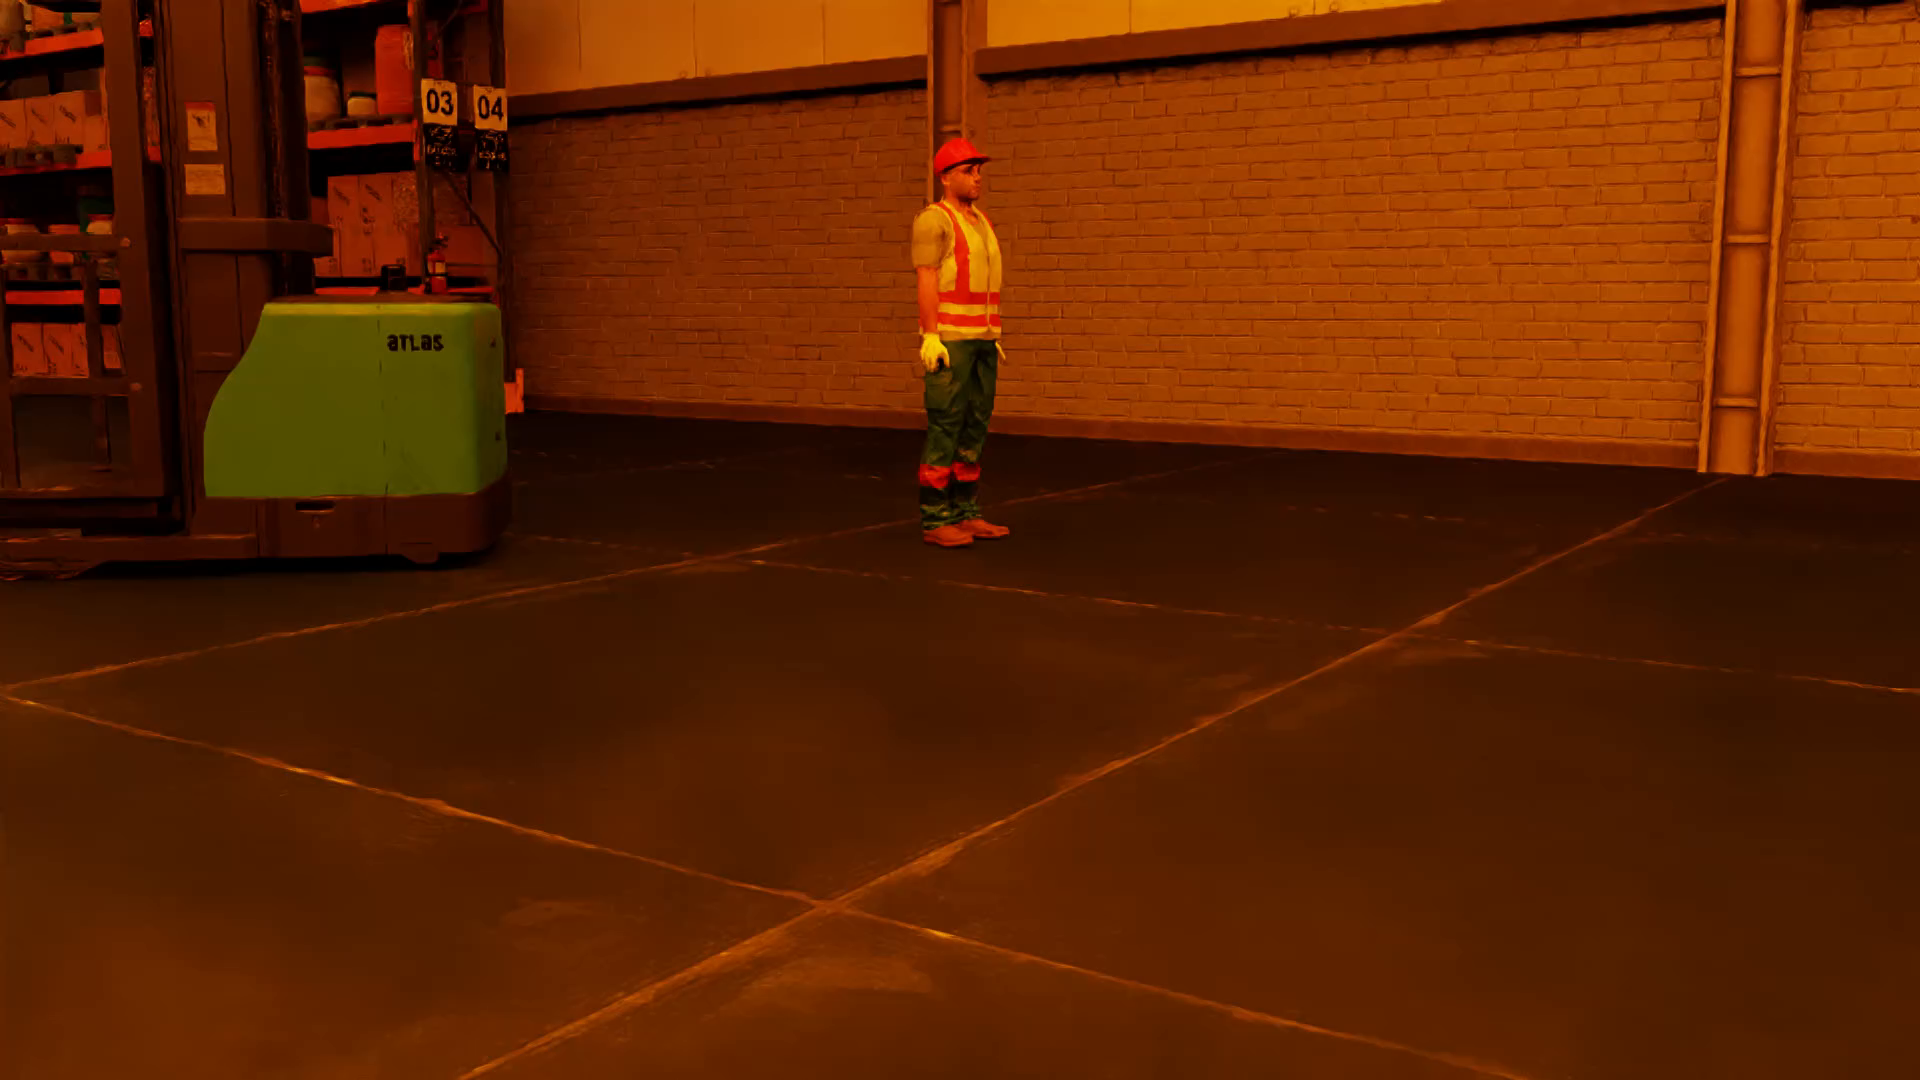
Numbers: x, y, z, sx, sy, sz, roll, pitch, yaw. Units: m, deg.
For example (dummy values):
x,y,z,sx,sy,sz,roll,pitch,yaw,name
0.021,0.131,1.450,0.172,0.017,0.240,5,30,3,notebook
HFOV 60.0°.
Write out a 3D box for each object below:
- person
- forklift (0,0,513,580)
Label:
x,y,z,sx,sy,sz,roll,pitch,yaw,name
0.018,-0.885,7.467,0.349,1.795,0.540,5,10,34,person
-3.504,-1.373,6.845,3.031,2.935,1.130,-1,8,-8,forklift
